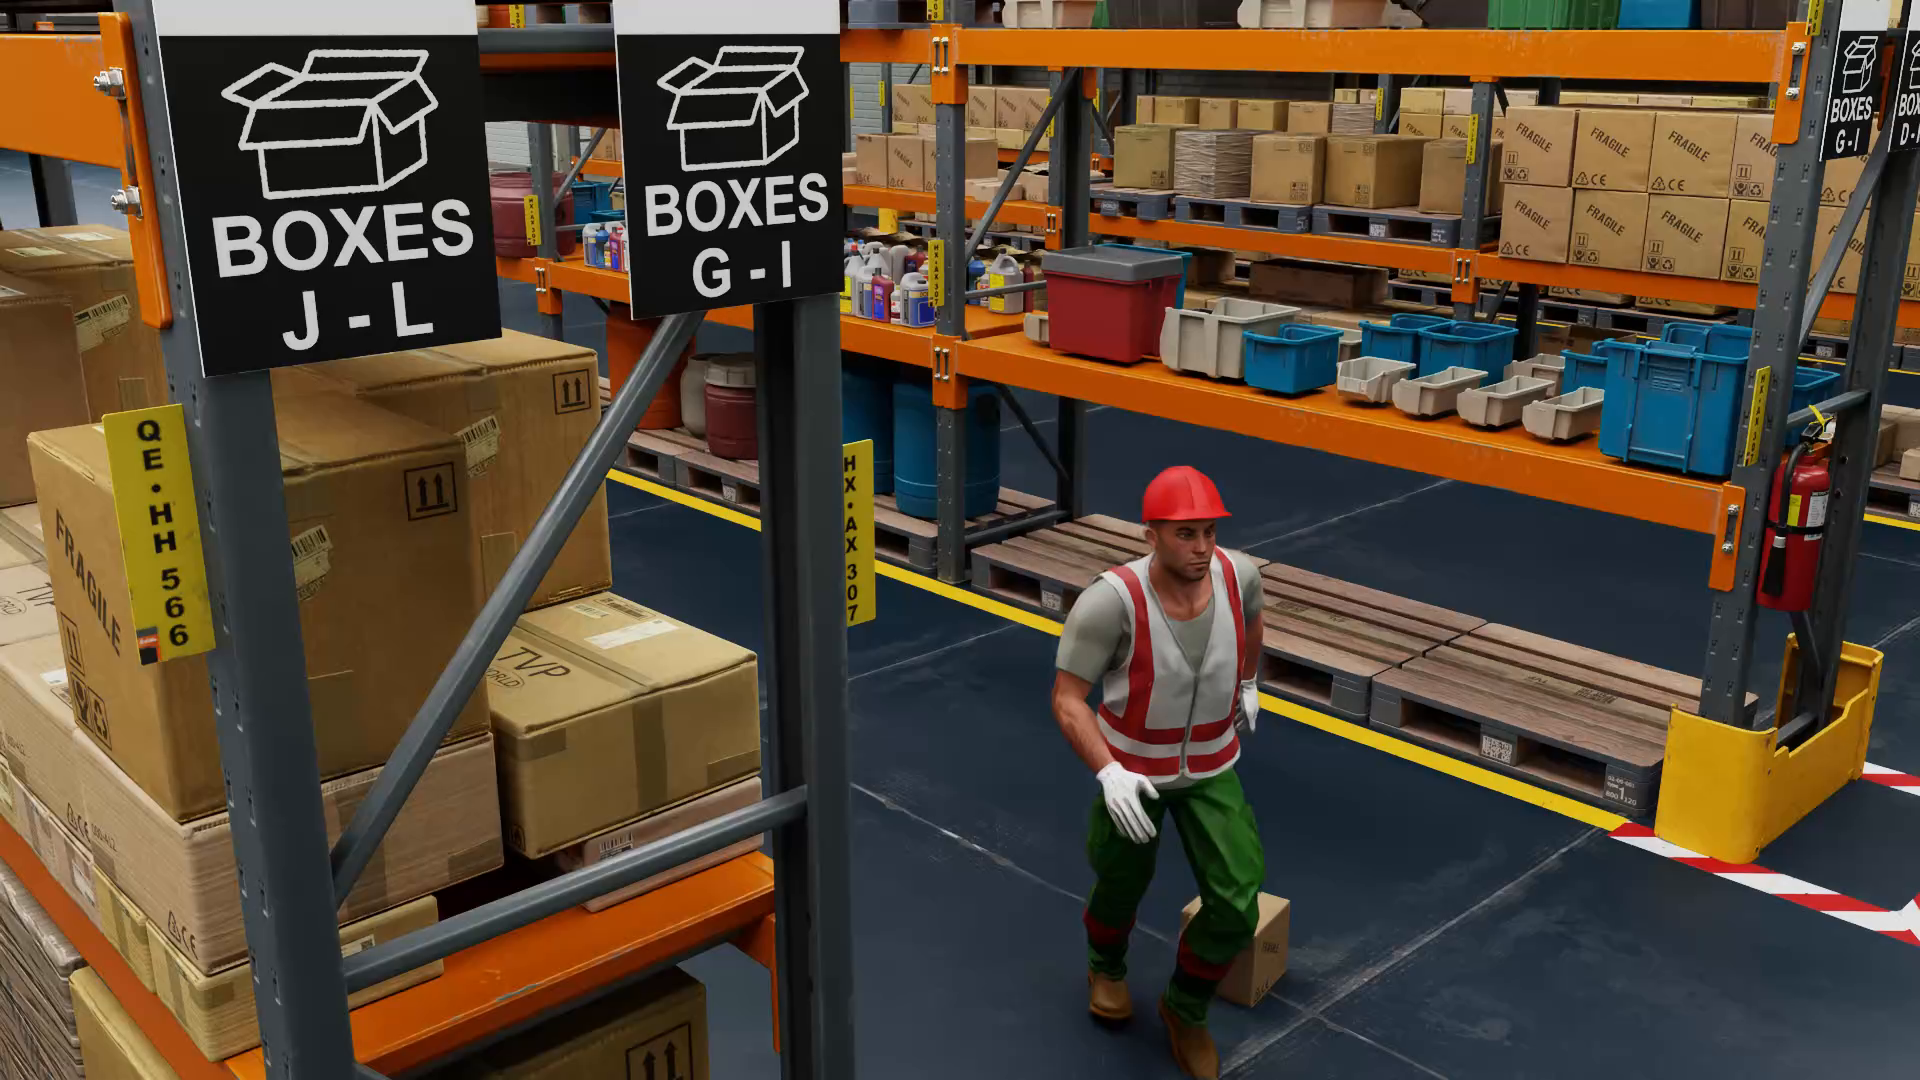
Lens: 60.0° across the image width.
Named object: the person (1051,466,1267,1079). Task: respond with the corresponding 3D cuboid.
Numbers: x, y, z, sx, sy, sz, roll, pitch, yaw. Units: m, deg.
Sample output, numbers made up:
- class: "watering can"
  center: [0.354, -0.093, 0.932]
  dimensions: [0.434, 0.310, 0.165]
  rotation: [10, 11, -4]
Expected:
- class: "person"
  center: [0.571, 0.650, 4.517]
  dimensions: [0.713, 1.797, 0.800]
  rotation: [-4, 18, -12]
